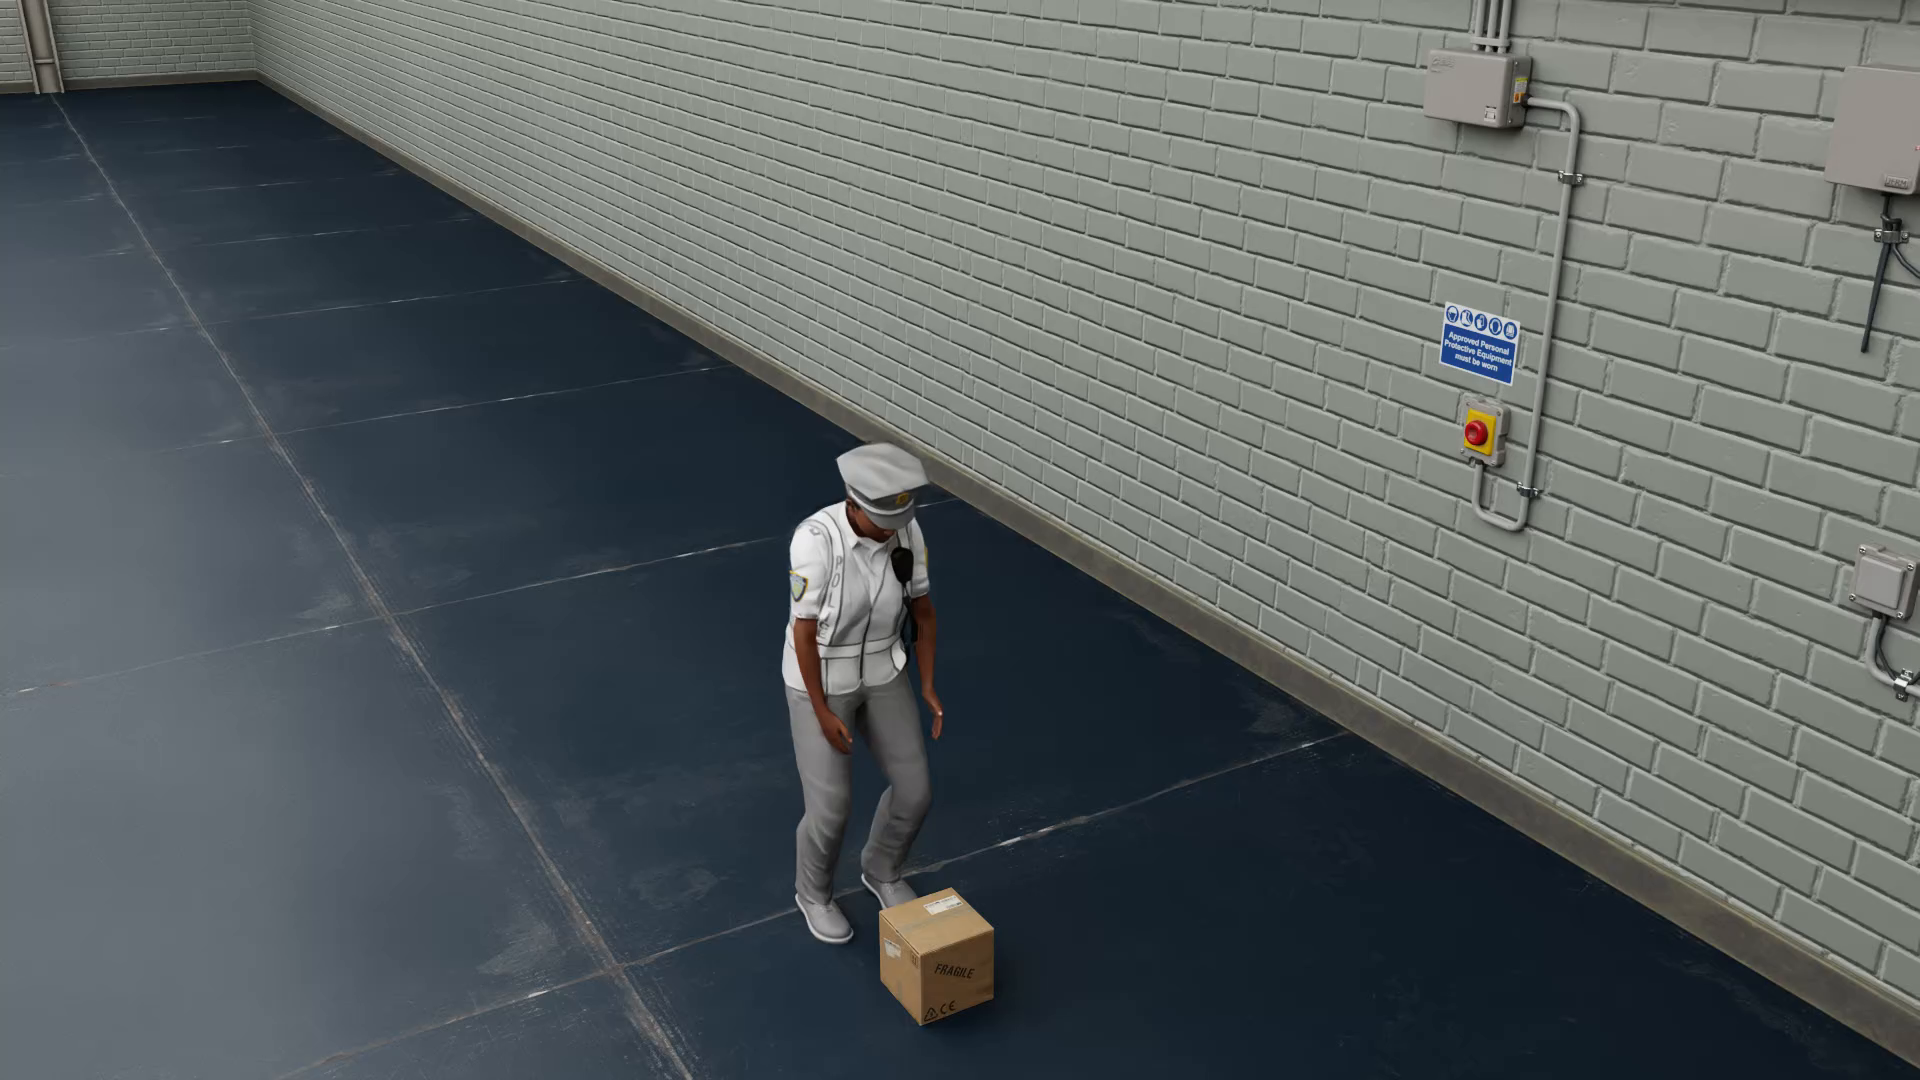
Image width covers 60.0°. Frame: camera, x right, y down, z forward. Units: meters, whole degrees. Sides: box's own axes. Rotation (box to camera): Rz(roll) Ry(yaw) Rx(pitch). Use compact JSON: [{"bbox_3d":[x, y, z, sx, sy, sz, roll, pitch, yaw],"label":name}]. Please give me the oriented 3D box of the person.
[{"bbox_3d":[-0.285,0.461,5.055,0.469,1.592,0.500,-12,25,-27],"label":"person"}]
